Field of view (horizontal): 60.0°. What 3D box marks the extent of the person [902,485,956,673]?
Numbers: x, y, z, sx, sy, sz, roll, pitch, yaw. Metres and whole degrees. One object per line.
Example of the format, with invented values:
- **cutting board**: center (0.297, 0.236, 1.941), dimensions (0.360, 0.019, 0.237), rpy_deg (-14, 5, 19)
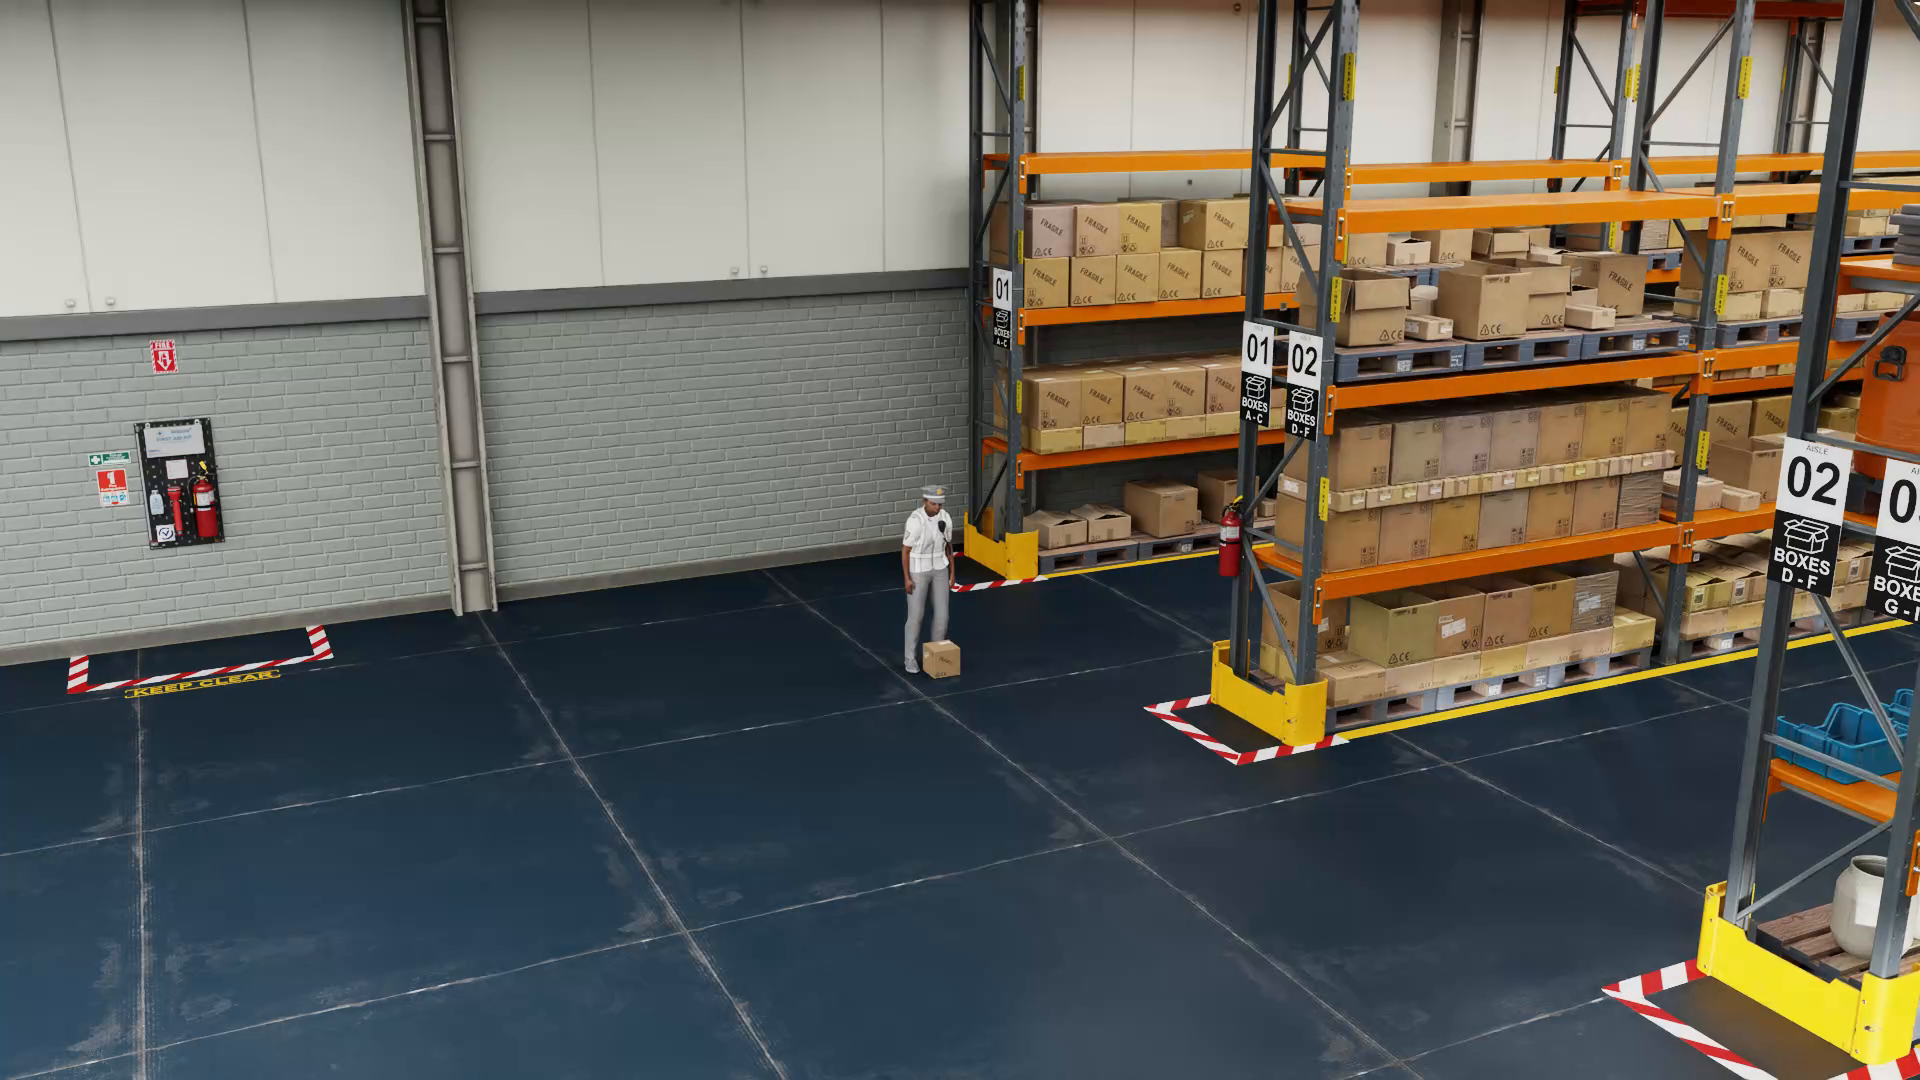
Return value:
- **person**: center (-0.279, 0.313, 14.622), dimensions (0.506, 1.660, 0.392), rpy_deg (-7, 17, -25)
